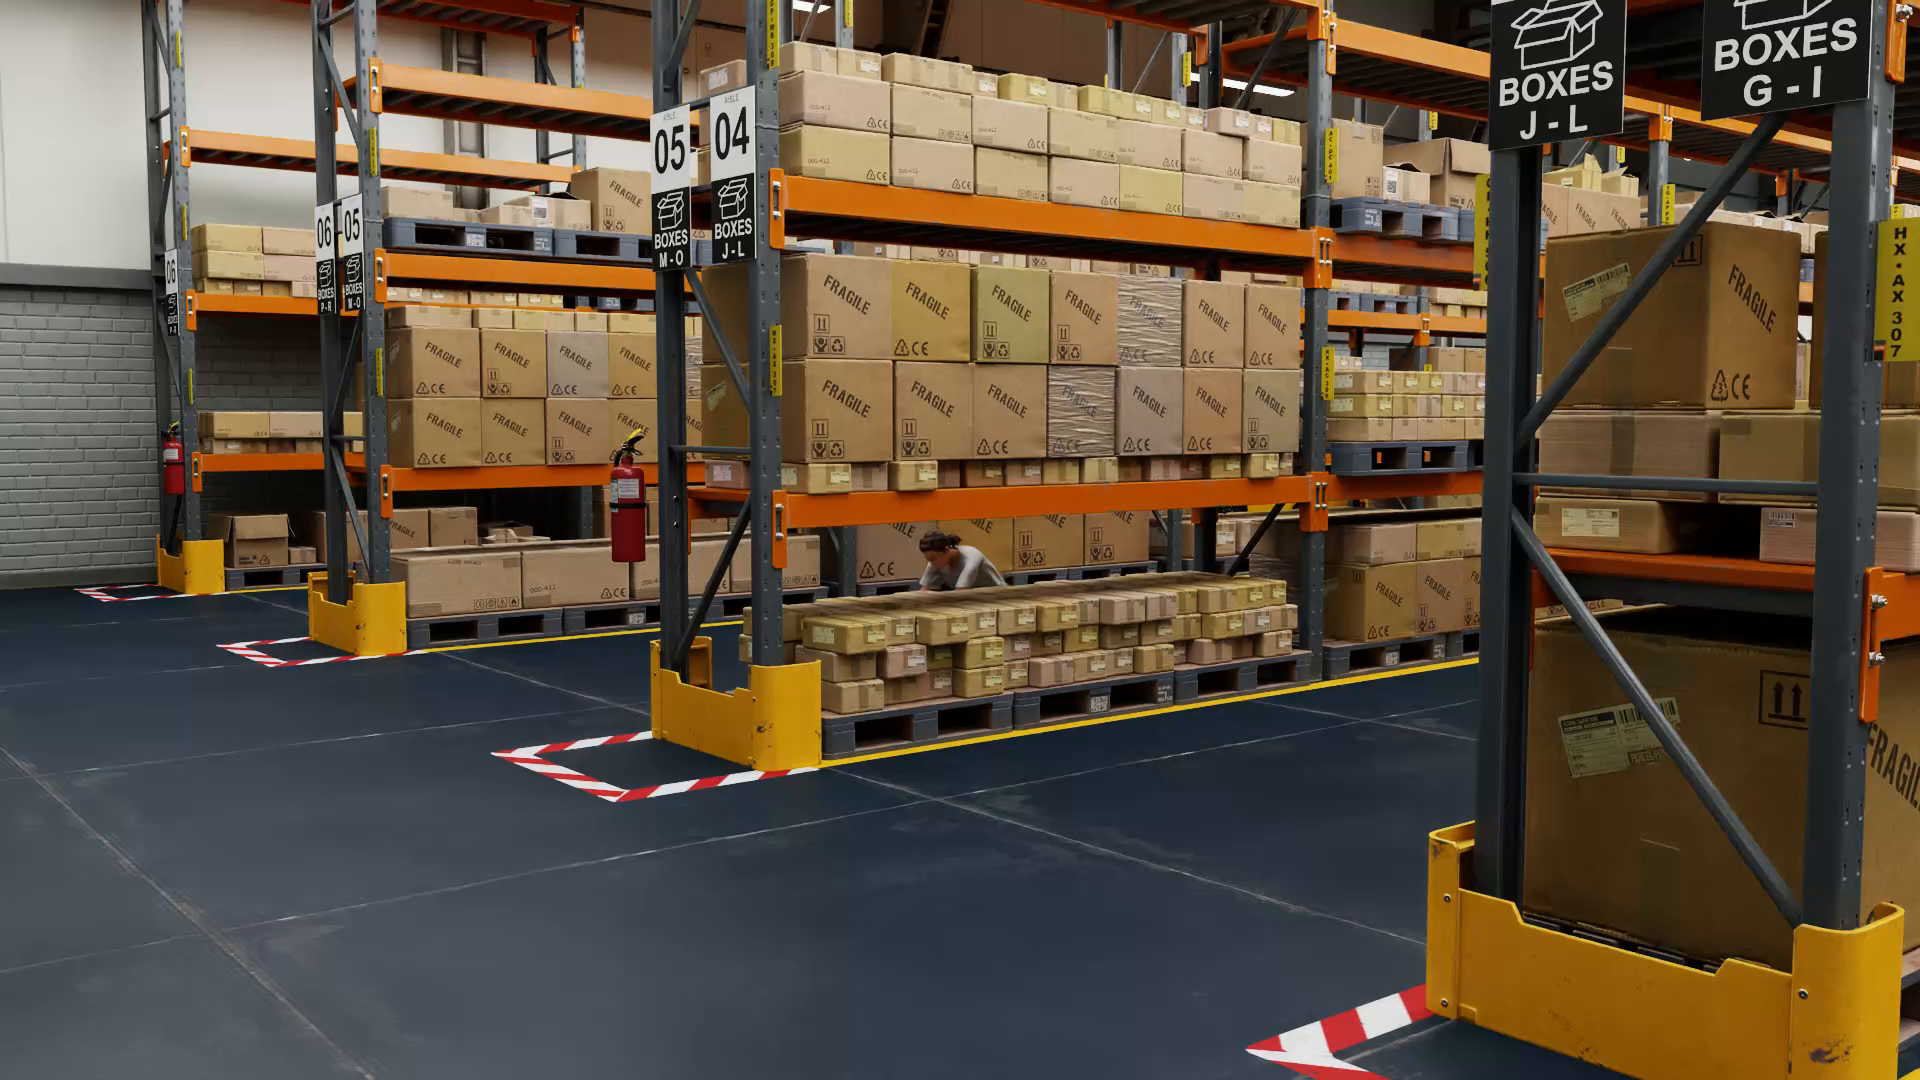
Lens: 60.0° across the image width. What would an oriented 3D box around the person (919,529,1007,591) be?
[{"bbox_3d":[-0.008,0.380,11.133,0.803,0.935,0.488,-4,6,-39],"label":"person"}]
